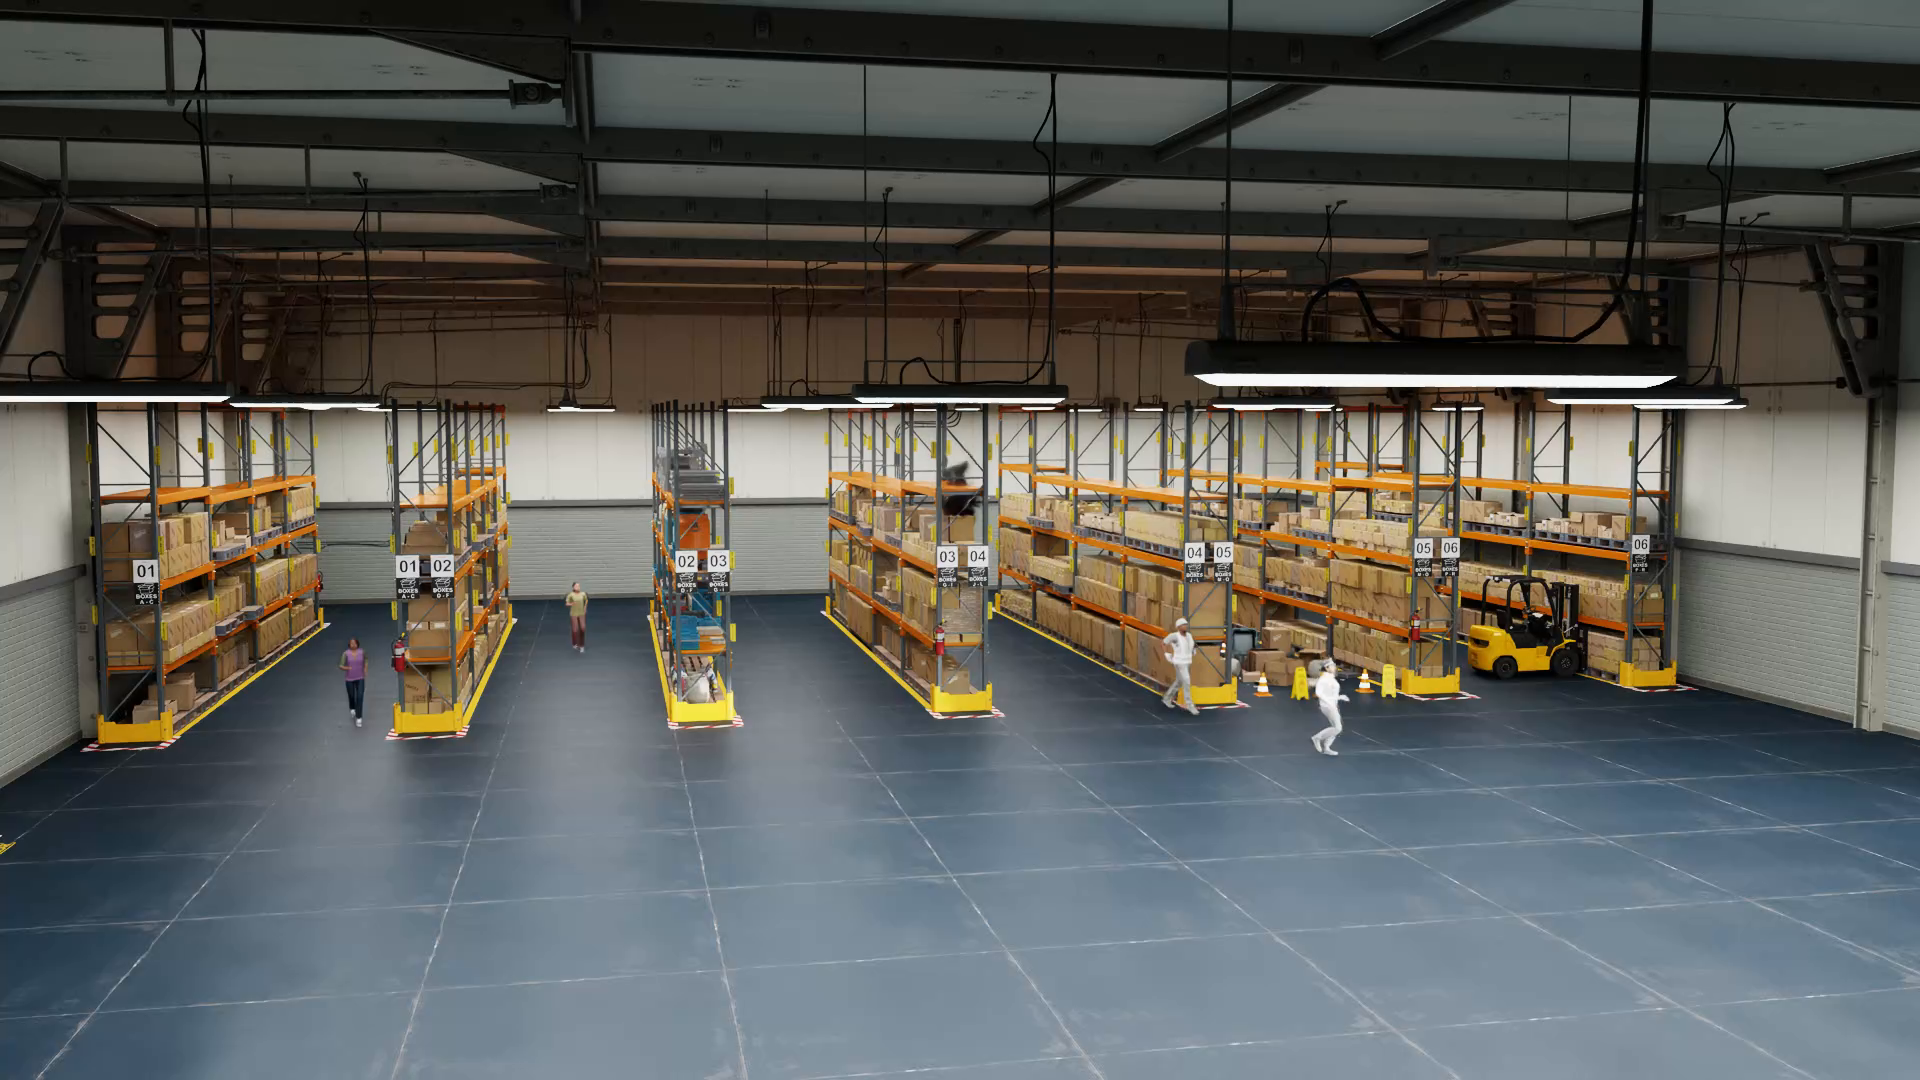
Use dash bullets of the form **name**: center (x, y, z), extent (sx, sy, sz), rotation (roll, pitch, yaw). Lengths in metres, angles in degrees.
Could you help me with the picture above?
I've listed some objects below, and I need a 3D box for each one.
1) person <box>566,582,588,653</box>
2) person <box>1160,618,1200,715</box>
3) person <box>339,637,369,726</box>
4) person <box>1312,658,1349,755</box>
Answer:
- **person**: center (-9.242, 1.860, 40.166), extent (0.560, 1.723, 0.694), rotation (-2, 5, -21)
- **person**: center (4.298, 2.410, 32.009), extent (0.903, 1.805, 0.761), rotation (3, 6, 39)
- **person**: center (-11.181, 2.589, 30.719), extent (0.537, 1.596, 0.878), rotation (-2, 5, -22)
- **person**: center (6.220, 2.791, 27.925), extent (0.564, 1.650, 0.612), rotation (2, 5, 24)
